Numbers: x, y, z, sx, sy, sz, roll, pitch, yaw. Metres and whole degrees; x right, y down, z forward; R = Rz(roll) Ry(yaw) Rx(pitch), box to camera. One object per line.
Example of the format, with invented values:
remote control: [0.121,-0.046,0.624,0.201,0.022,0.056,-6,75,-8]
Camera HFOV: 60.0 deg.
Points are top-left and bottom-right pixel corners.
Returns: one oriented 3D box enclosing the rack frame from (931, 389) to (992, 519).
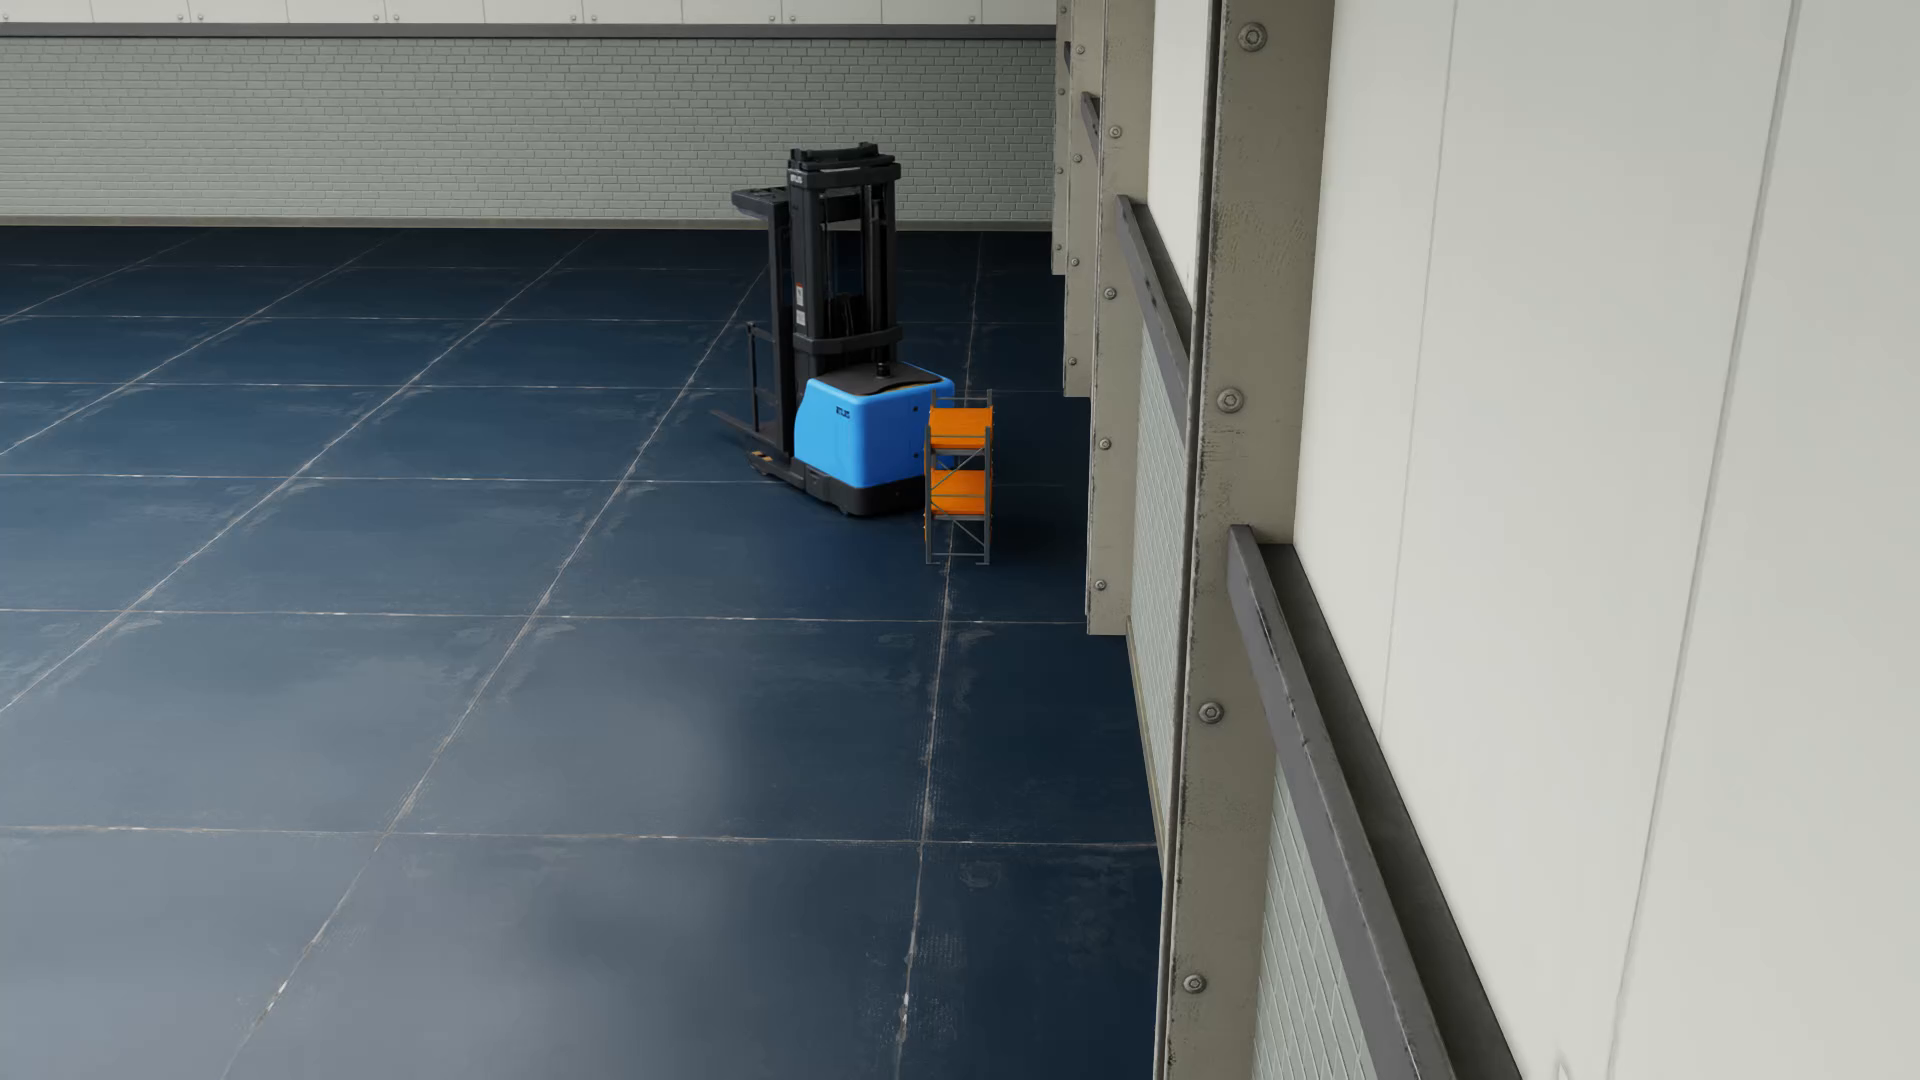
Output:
rack frame: [0.015,-0.706,13.793,0.500,1.125,0.032,1,21,2]

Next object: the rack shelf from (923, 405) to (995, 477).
rack shelf: [0.000,-0.795,13.213,0.538,0.278,1.000,1,21,2]

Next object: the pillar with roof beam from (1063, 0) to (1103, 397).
pillar with roof beam: [-3.056,-5.812,16.067,9.100,9.000,0.400,1,21,2]

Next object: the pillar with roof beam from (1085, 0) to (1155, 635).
pillar with roof beam: [-3.238,-3.642,10.476,9.100,9.000,0.400,1,21,2]

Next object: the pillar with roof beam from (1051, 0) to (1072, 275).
pillar with roof beam: [-2.873,-7.981,21.658,9.100,9.000,0.400,1,21,2]

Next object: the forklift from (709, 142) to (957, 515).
forklift: [-1.294,-2.044,14.744,1.130,2.935,3.031,-14,25,-33]

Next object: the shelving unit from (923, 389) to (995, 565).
shelving unit: [0.000,-0.522,13.319,0.538,1.125,1.048,1,21,2]

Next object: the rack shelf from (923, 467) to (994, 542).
rack shelf: [0.000,-0.294,13.408,0.538,0.278,1.000,1,21,2]

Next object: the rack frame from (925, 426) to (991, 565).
rack frame: [-0.016,-0.338,12.845,0.500,1.125,0.032,1,21,2]
